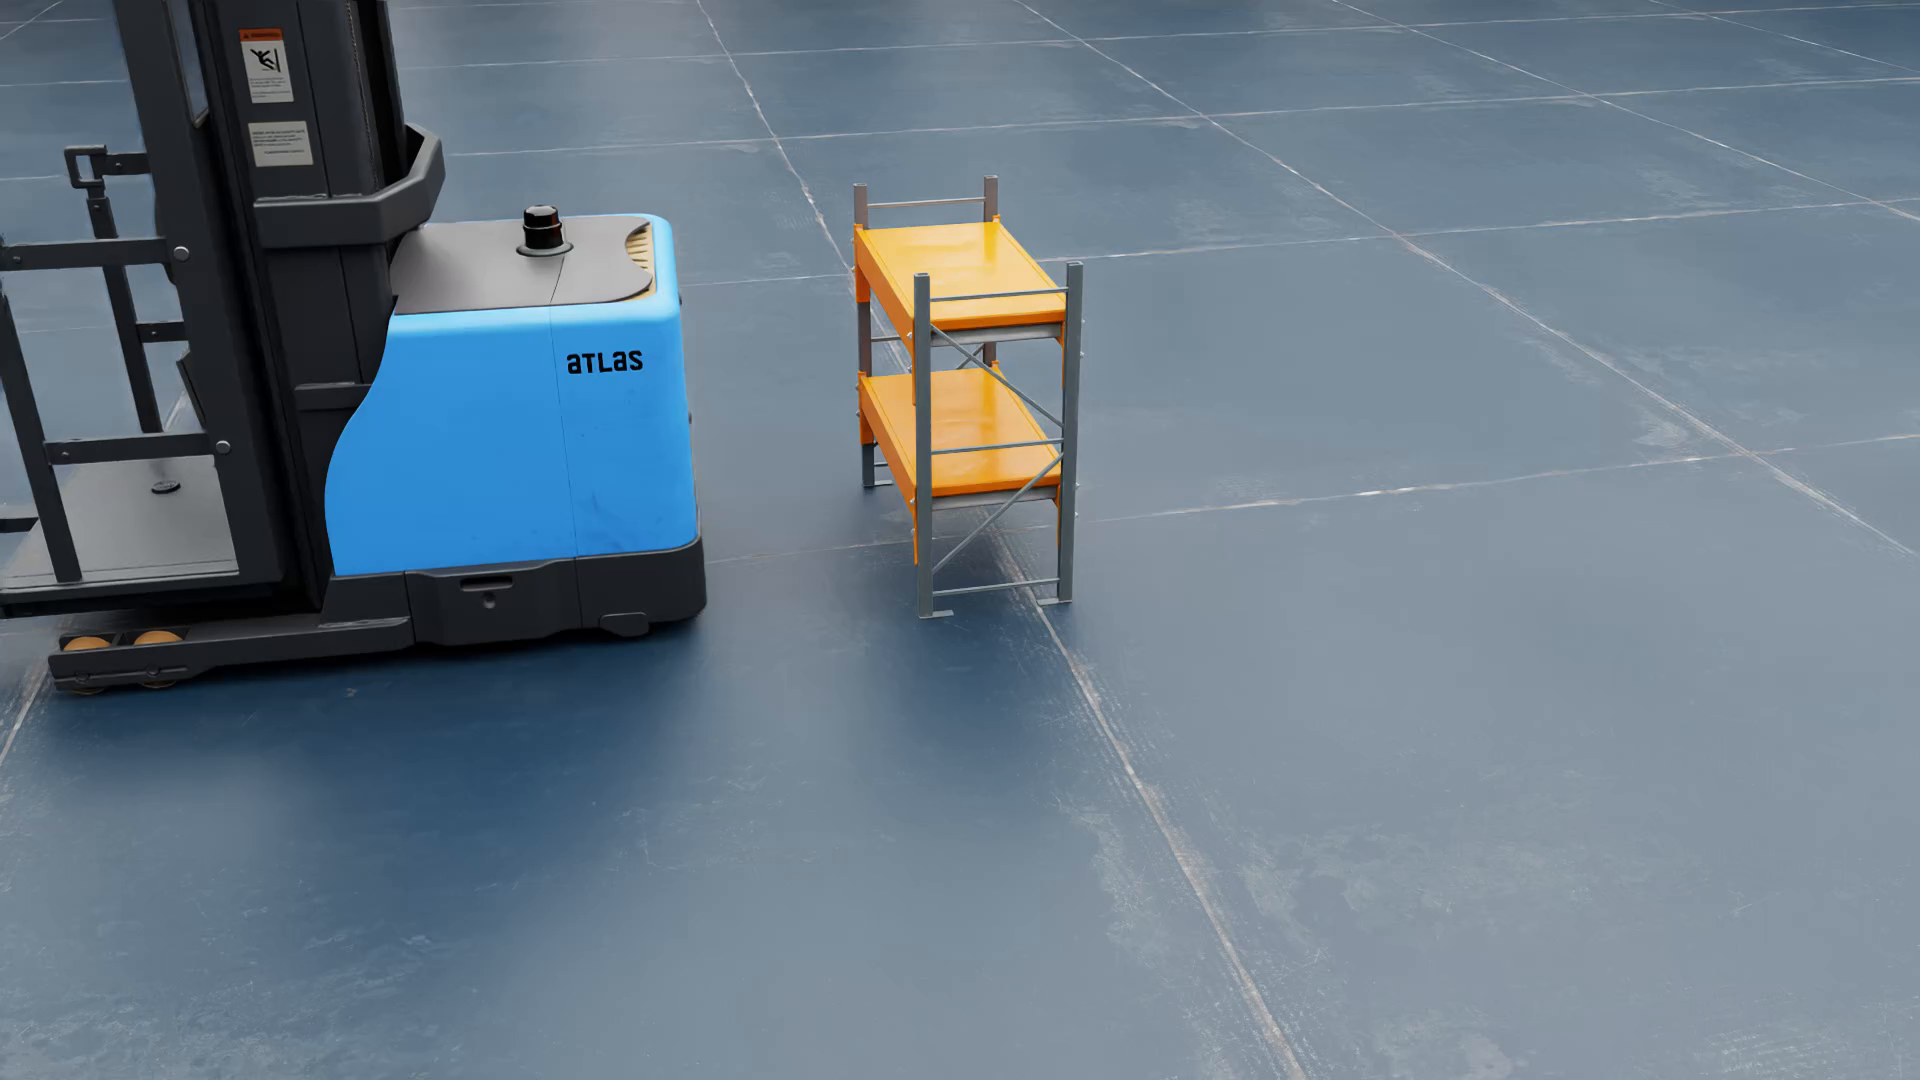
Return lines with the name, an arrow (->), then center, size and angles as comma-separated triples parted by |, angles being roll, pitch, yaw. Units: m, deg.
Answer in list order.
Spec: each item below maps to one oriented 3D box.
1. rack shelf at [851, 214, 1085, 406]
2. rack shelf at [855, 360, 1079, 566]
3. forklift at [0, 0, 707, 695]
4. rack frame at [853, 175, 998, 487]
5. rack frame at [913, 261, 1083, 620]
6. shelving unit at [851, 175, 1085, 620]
rack shelf -> -0.002, -0.766, 5.371 | 0.538, 0.278, 1.000 | -6, 27, -12
rack shelf -> -0.002, -0.287, 5.613 | 0.538, 0.278, 1.000 | -6, 27, -12
forklift -> -2.358, -1.115, 4.706 | 3.031, 2.935, 1.130 | -5, 27, -9
rack frame -> -0.116, -0.728, 5.945 | 0.500, 1.125, 0.032 | -6, 27, -12
rack frame -> 0.113, -0.282, 5.060 | 0.500, 1.125, 0.032 | -6, 27, -12
shelving unit -> -0.002, -0.505, 5.502 | 0.538, 1.125, 1.048 | -6, 27, -12
